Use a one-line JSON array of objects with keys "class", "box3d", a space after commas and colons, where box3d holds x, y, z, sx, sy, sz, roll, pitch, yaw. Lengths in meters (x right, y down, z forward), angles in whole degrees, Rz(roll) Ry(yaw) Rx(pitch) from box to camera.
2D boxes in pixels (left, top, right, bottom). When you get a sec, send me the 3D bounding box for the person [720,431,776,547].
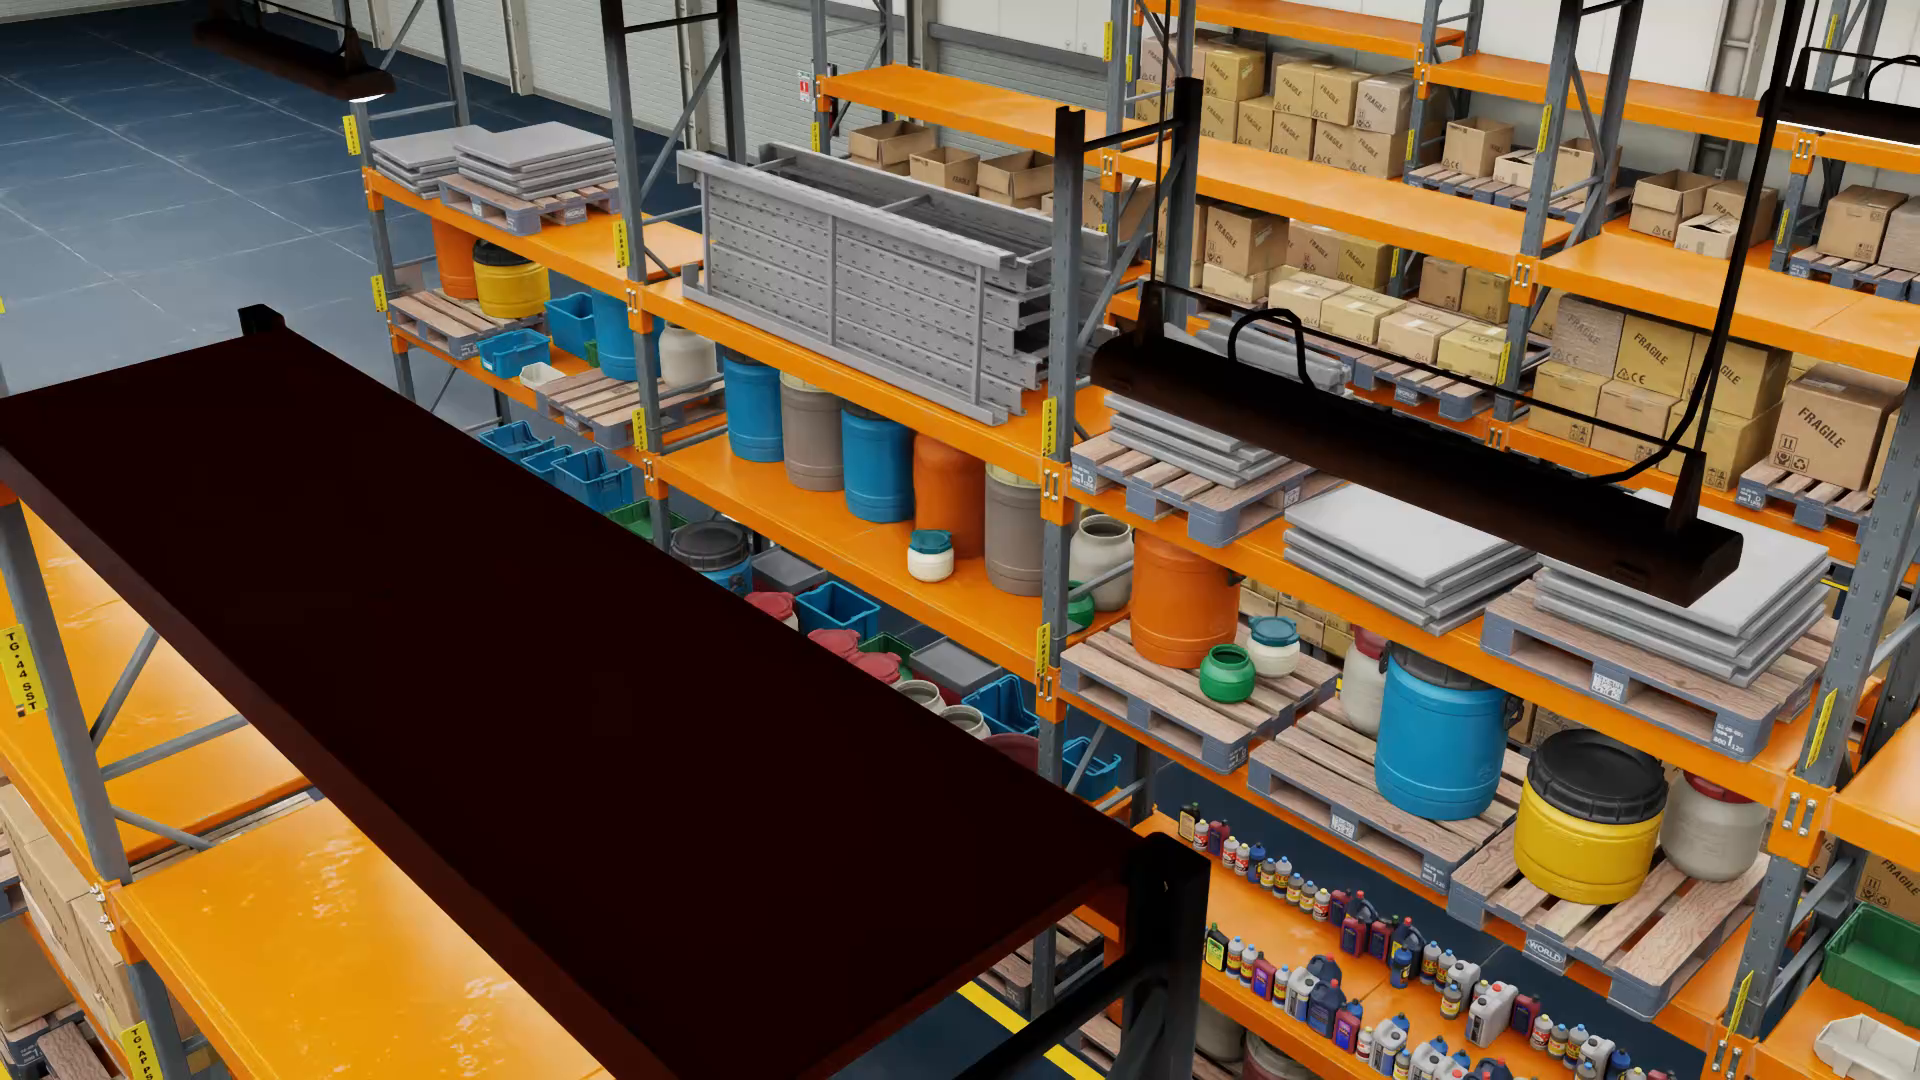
[{"class": "person", "box3d": [-2.185, -0.737, 16.549, 0.944, 1.549, 0.442, 17, 33, 29]}]
